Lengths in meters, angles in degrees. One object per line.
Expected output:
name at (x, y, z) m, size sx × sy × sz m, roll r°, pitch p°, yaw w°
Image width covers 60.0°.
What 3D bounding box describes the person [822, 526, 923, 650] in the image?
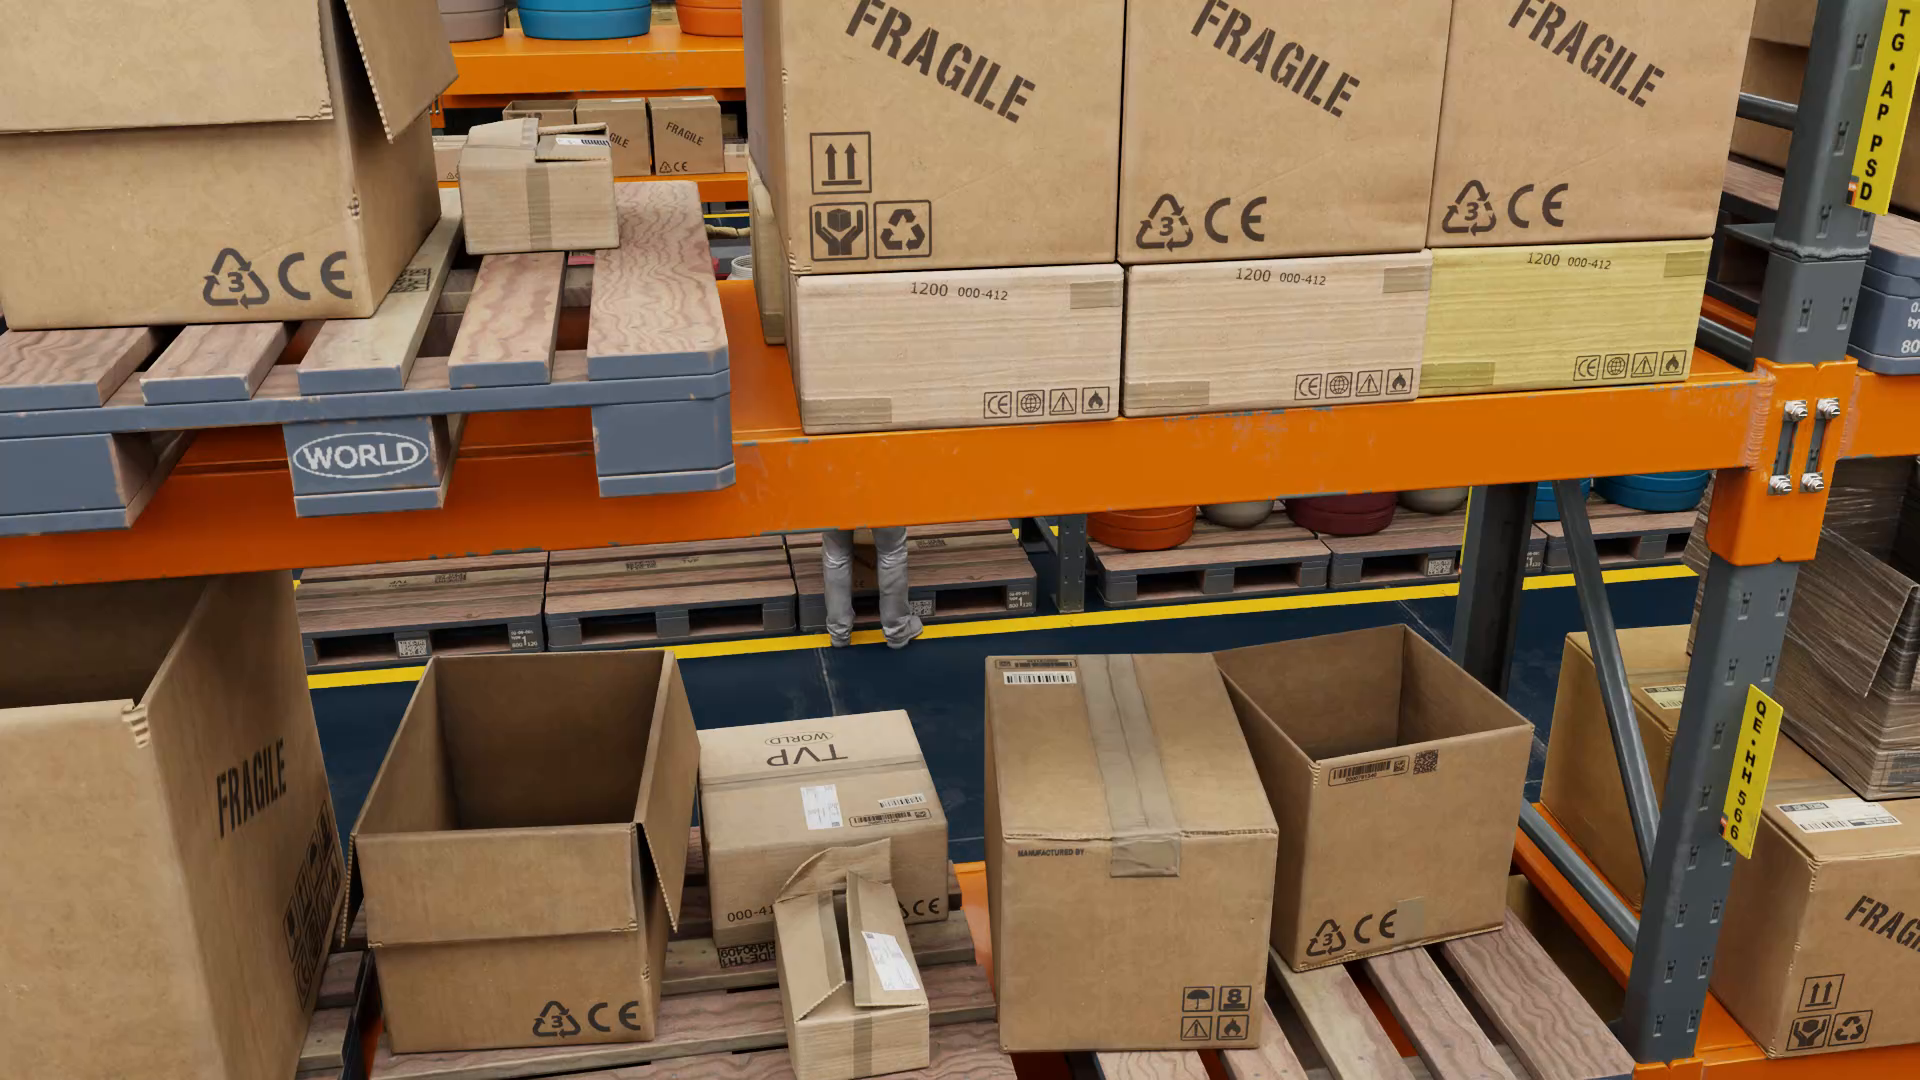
person at (-0.480, -0.331, 7.835) m, size 0.589 × 1.772 × 0.462 m, roll 2°, pitch 23°, yaw 5°
